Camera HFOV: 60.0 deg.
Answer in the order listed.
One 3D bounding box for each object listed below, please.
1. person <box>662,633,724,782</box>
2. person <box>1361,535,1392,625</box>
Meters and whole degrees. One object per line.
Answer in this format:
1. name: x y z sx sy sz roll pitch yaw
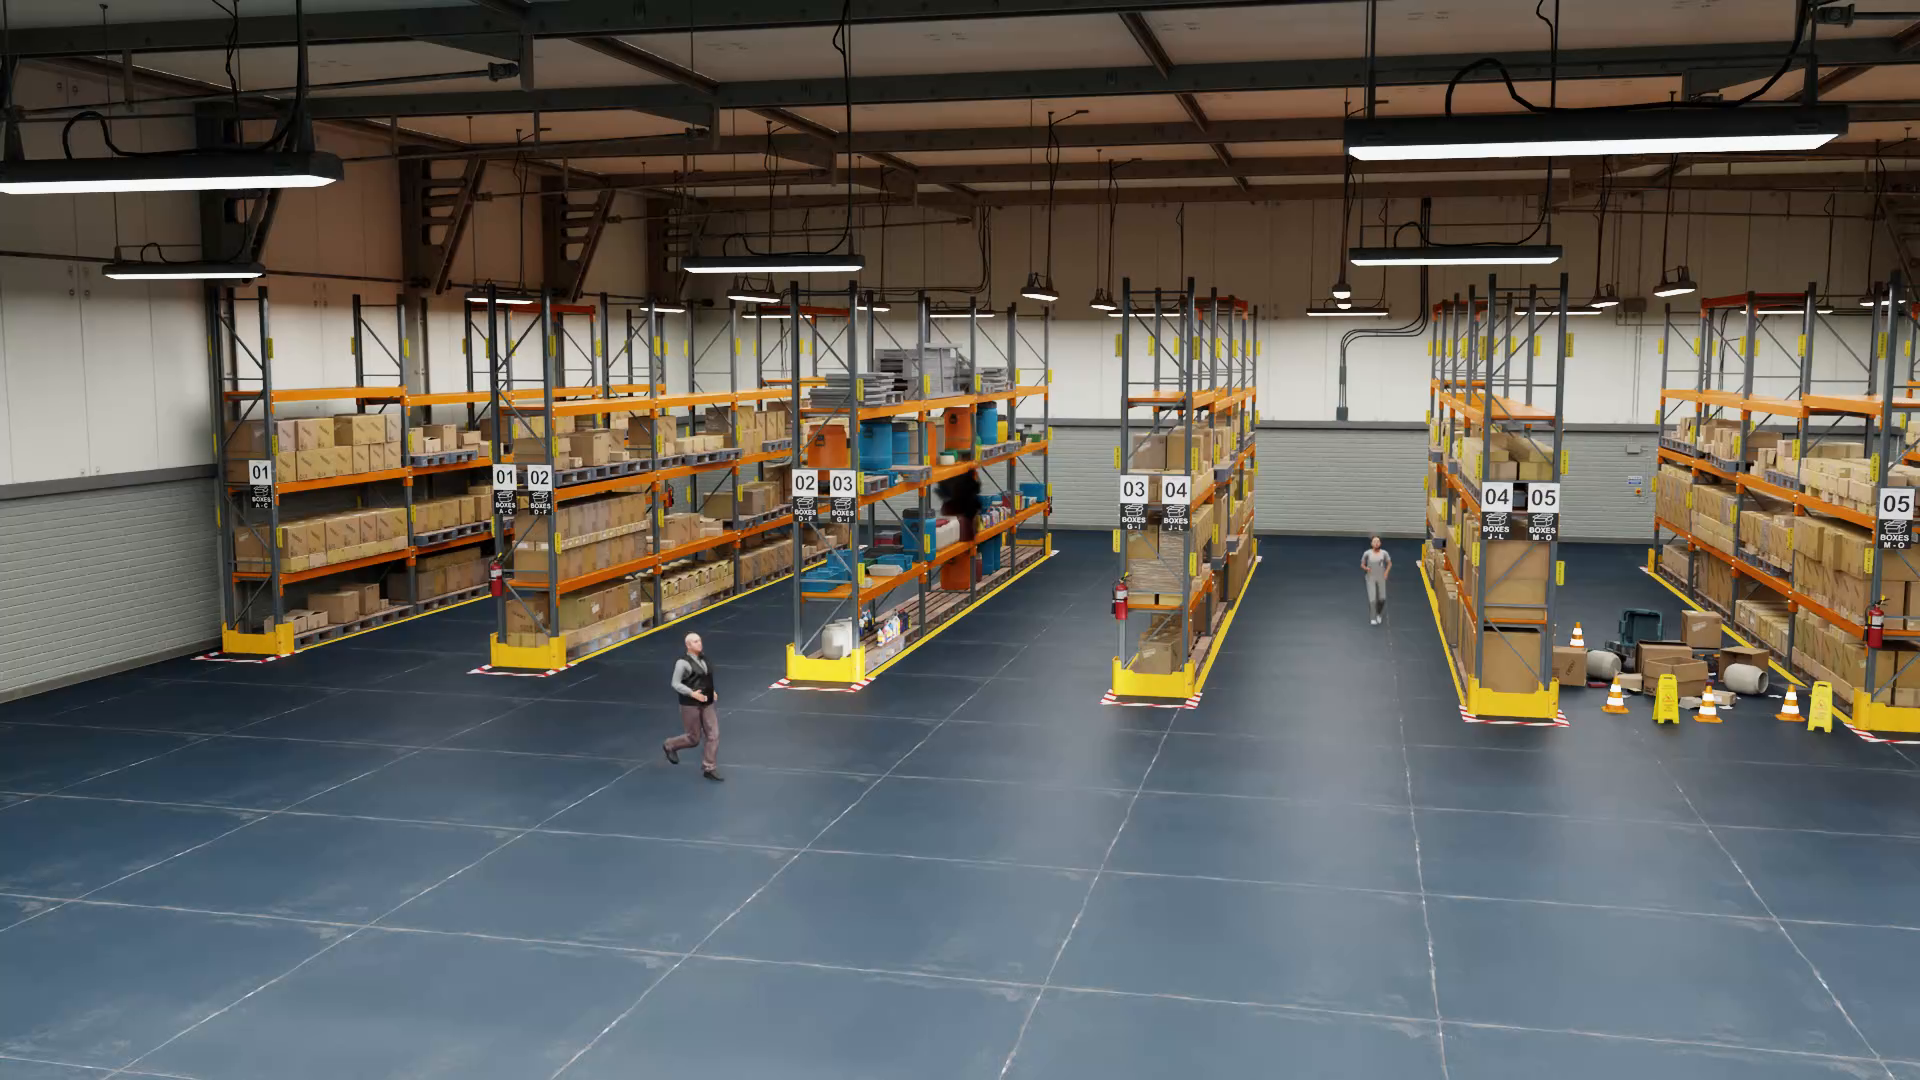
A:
1. person: -3.108 1.942 19.467 0.867 1.718 0.671 5 8 34
2. person: 7.520 0.736 30.032 0.554 1.627 0.548 1 7 9
